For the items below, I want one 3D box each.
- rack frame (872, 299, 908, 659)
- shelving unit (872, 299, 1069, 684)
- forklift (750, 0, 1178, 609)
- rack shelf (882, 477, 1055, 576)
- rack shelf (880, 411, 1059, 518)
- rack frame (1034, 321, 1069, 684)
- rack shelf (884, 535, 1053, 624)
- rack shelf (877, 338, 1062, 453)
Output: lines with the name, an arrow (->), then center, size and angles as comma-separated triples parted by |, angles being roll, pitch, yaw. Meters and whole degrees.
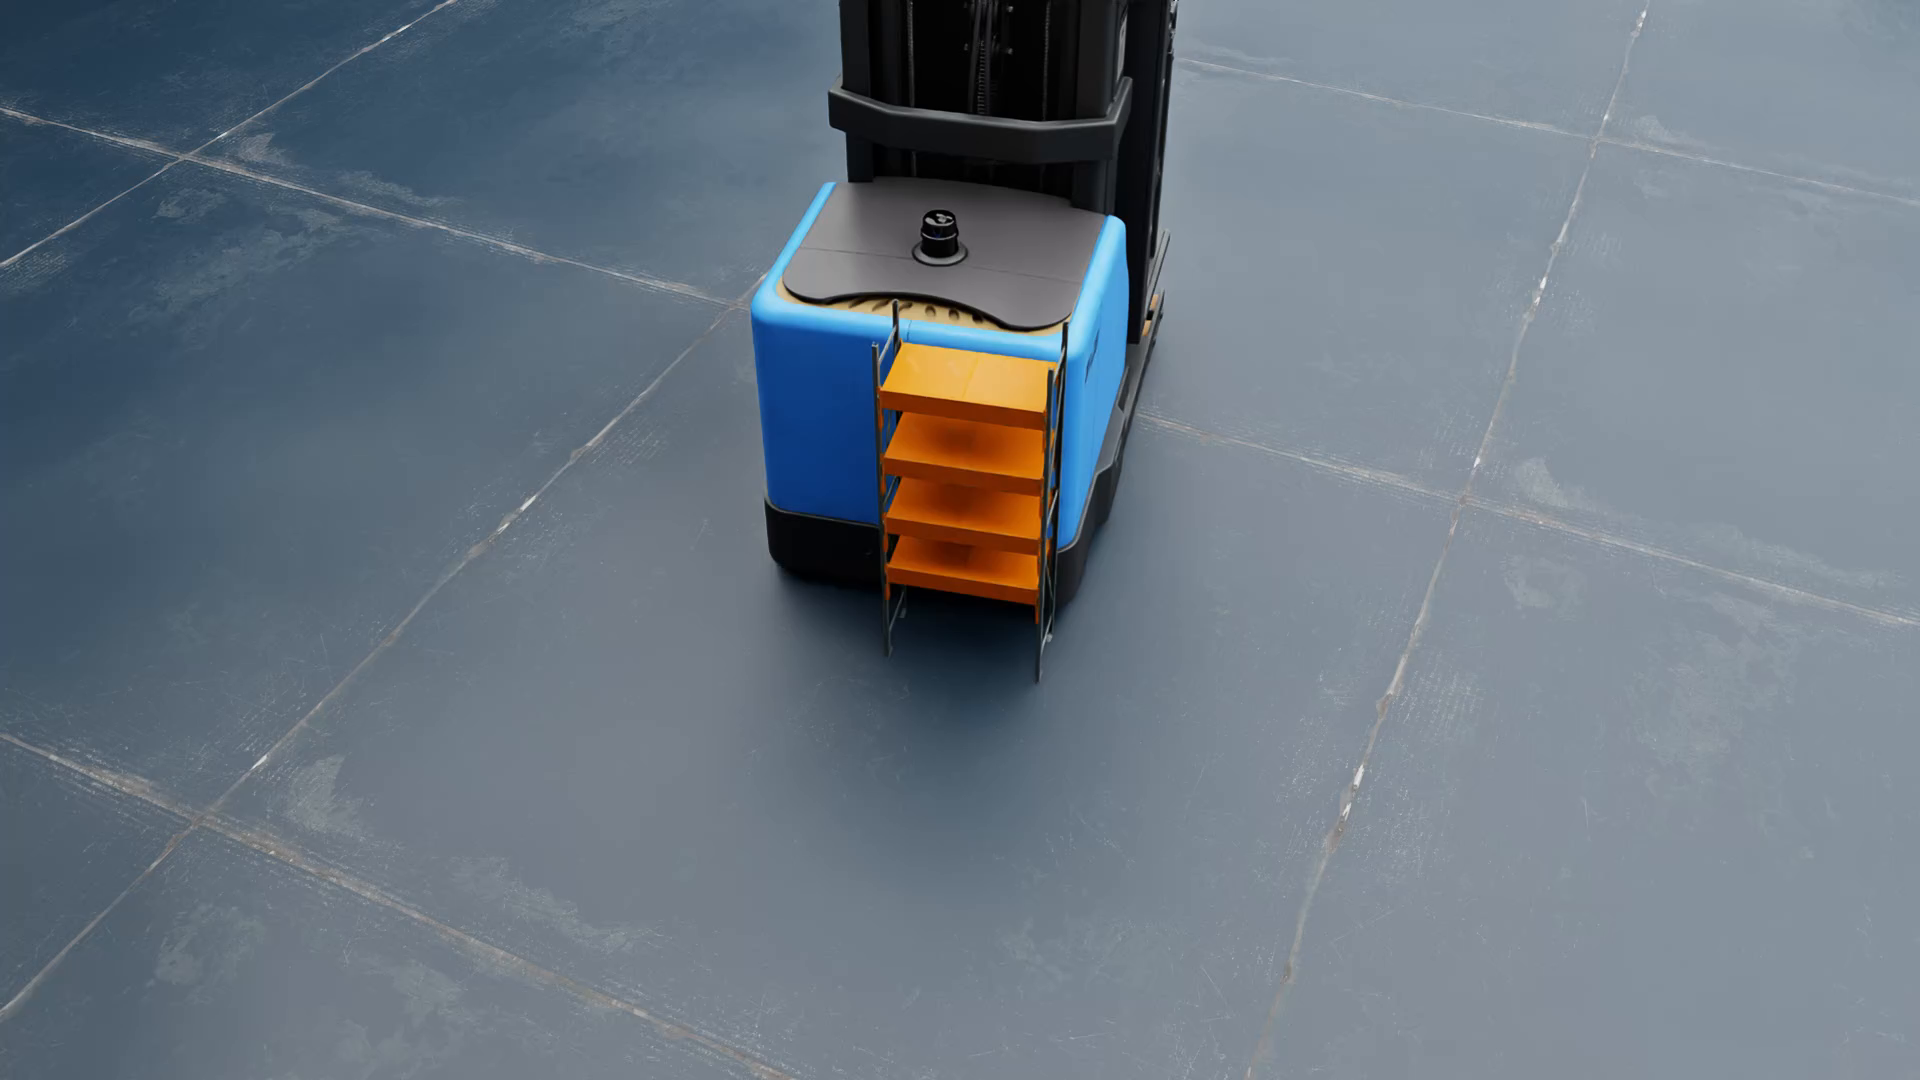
rack frame -> -0.207, -0.150, 5.008 | 0.015, 1.200, 0.240 | 9, 42, 10
shelving unit -> 0.031, -0.114, 4.966 | 0.503, 1.200, 0.258 | 9, 42, 10
forklift -> 0.201, -1.859, 5.657 | 1.130, 2.935, 3.031 | 9, 42, 10
rack shelf -> 0.031, -0.063, 5.010 | 0.480, 0.148, 0.258 | 9, 42, 10
rack shelf -> 0.031, -0.232, 4.863 | 0.480, 0.148, 0.258 | 9, 42, 10
rack frame -> 0.269, -0.078, 4.924 | 0.015, 1.200, 0.240 | 9, 42, 10
rack shelf -> 0.031, 0.087, 5.140 | 0.480, 0.148, 0.258 | 9, 42, 10
rack shelf -> 0.031, -0.411, 4.708 | 0.480, 0.148, 0.258 | 9, 42, 10
